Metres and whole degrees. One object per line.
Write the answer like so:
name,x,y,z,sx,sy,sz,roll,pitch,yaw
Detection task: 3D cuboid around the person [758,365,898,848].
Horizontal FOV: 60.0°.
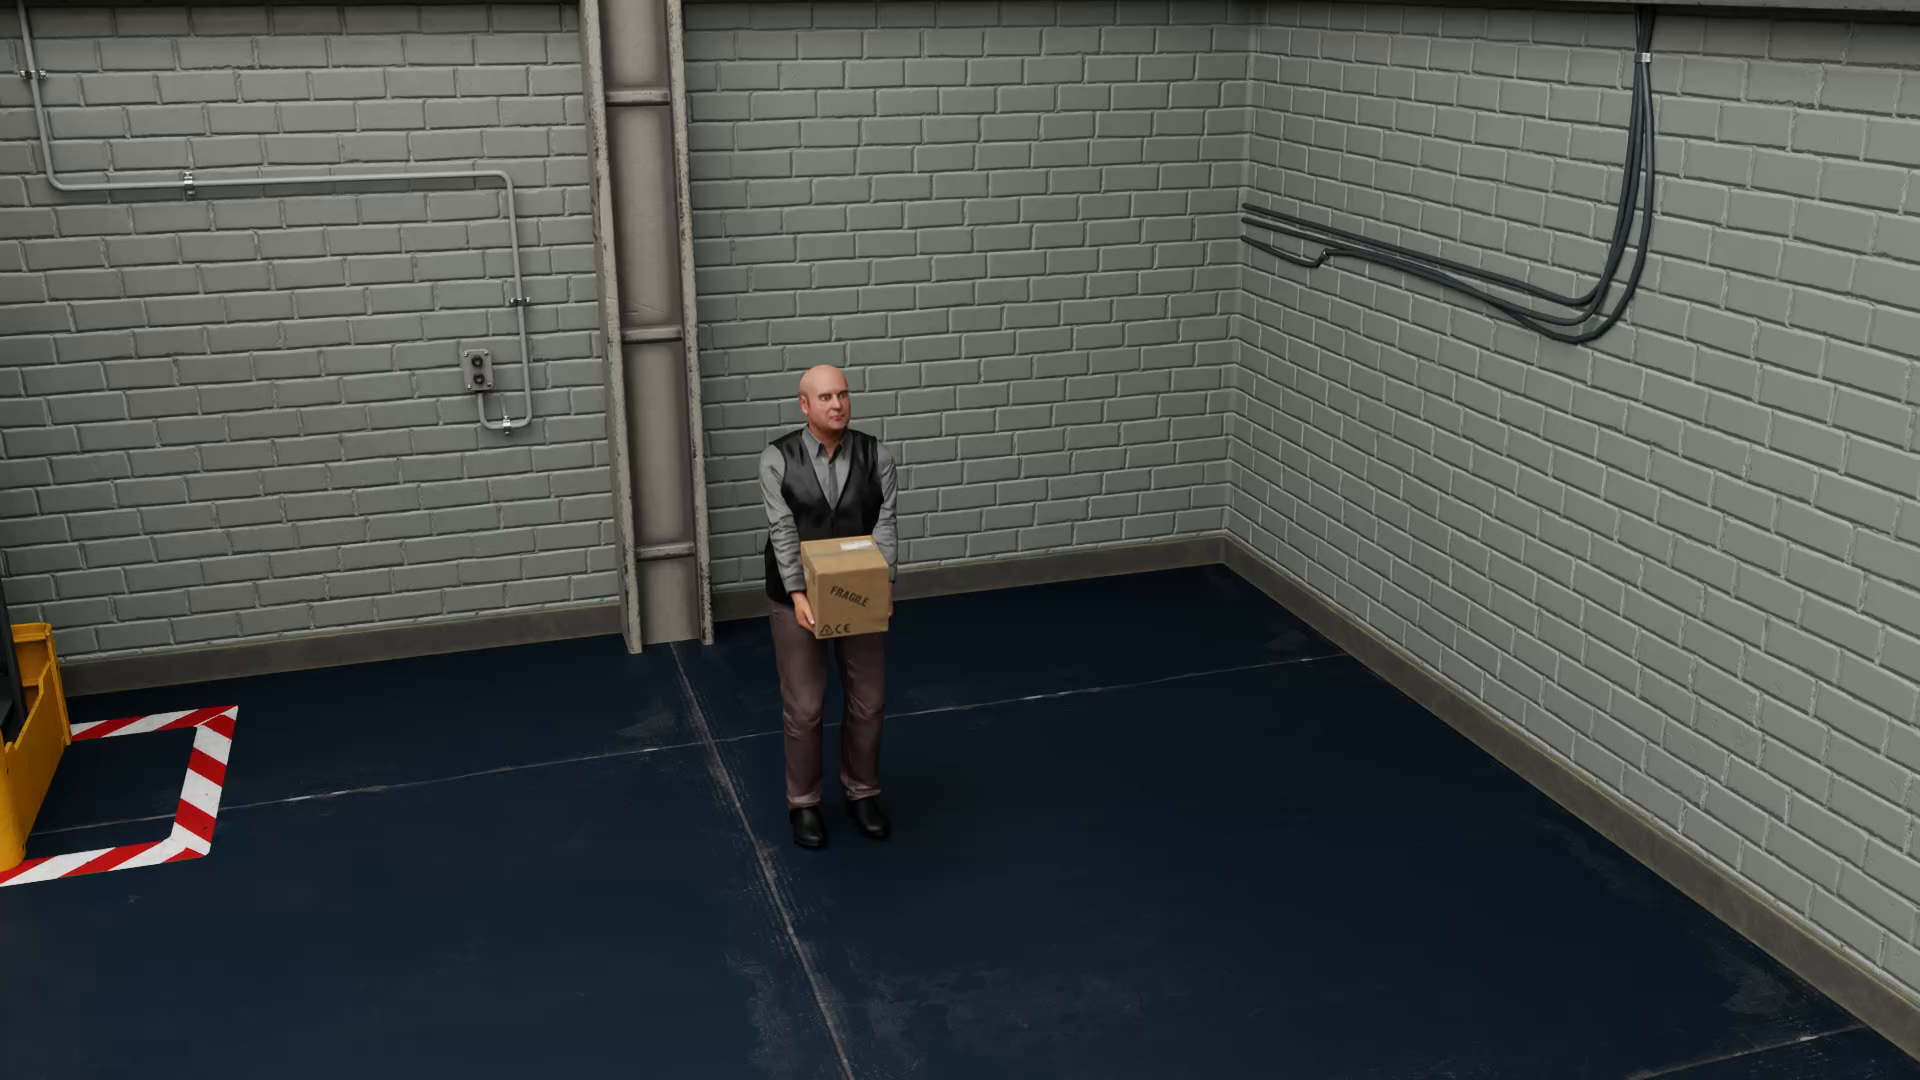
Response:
person,-0.429,0.253,5.886,0.494,1.711,0.558,-6,20,-16
